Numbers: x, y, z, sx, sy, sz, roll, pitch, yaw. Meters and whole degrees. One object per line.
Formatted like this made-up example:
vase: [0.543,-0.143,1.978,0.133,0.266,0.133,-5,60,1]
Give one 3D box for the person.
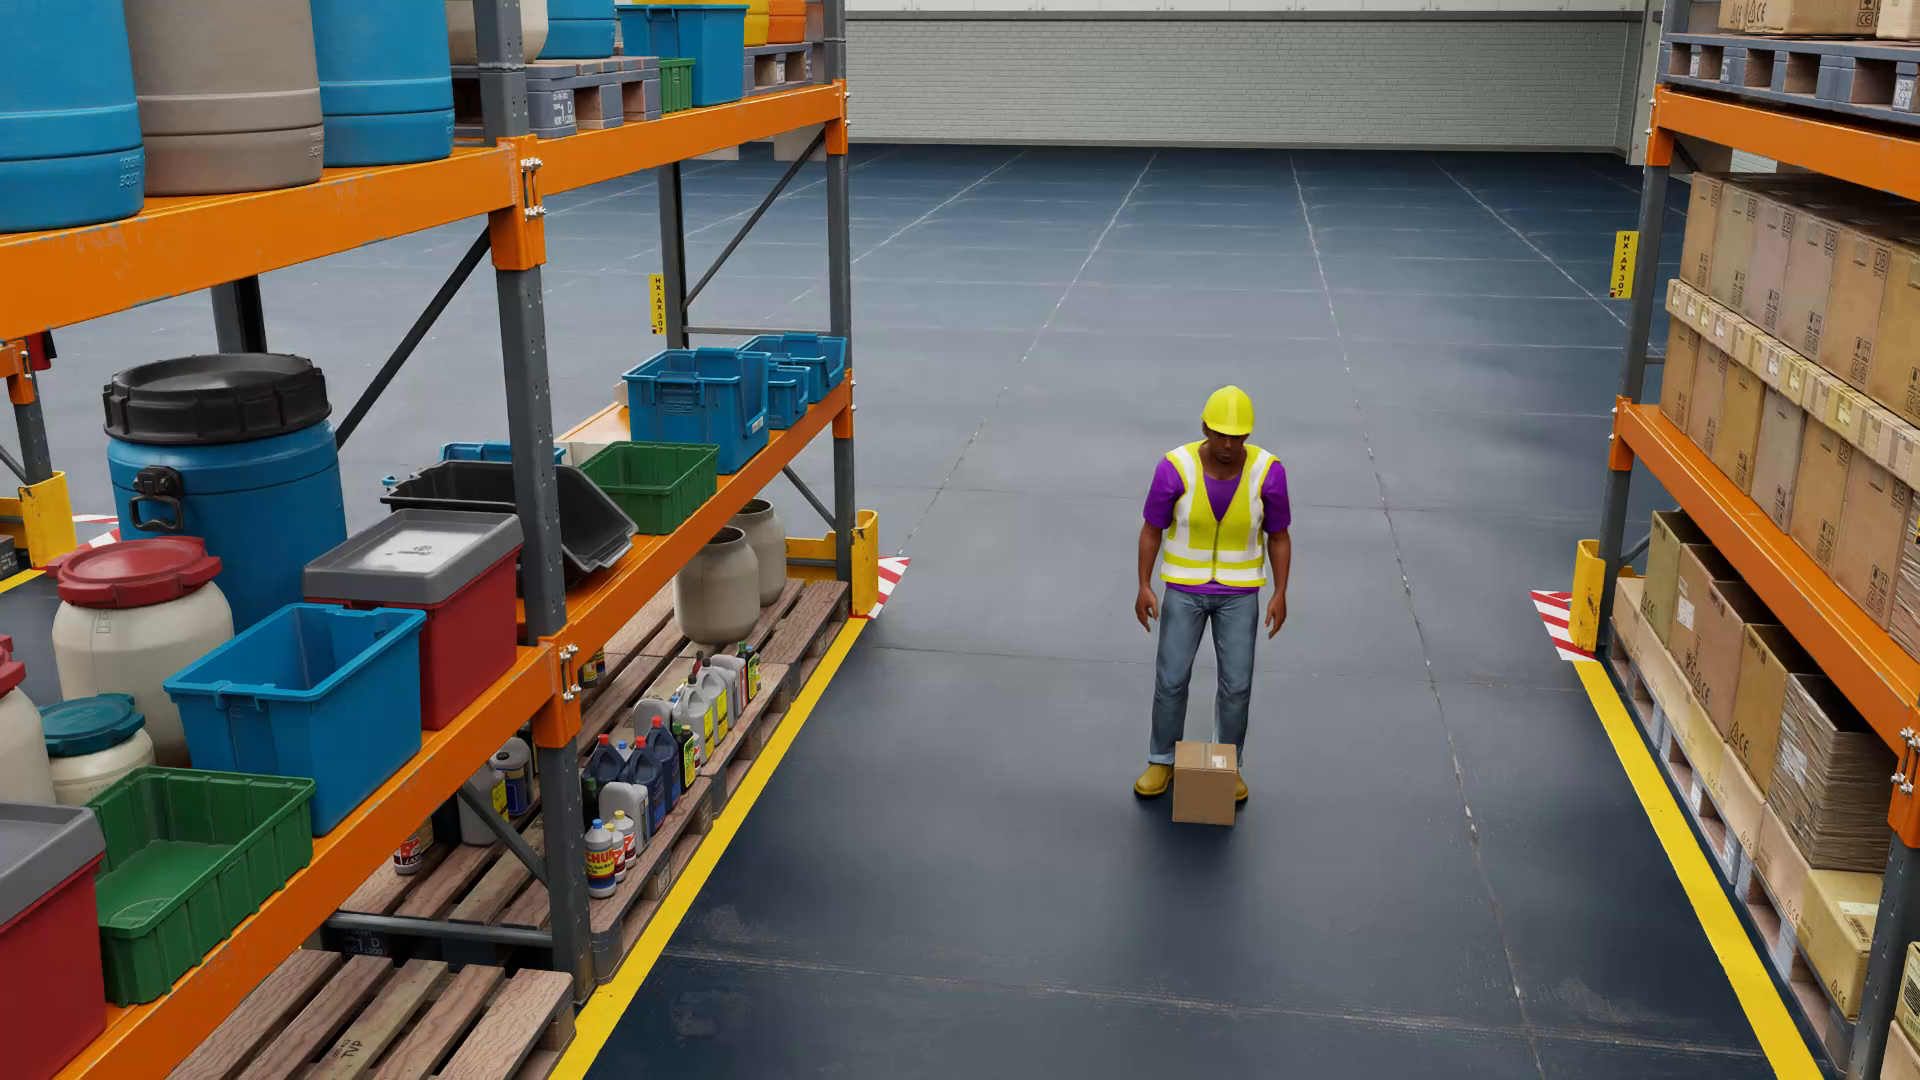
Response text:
person: [1.039,0.217,6.848,0.628,1.759,0.462,2,18,7]
